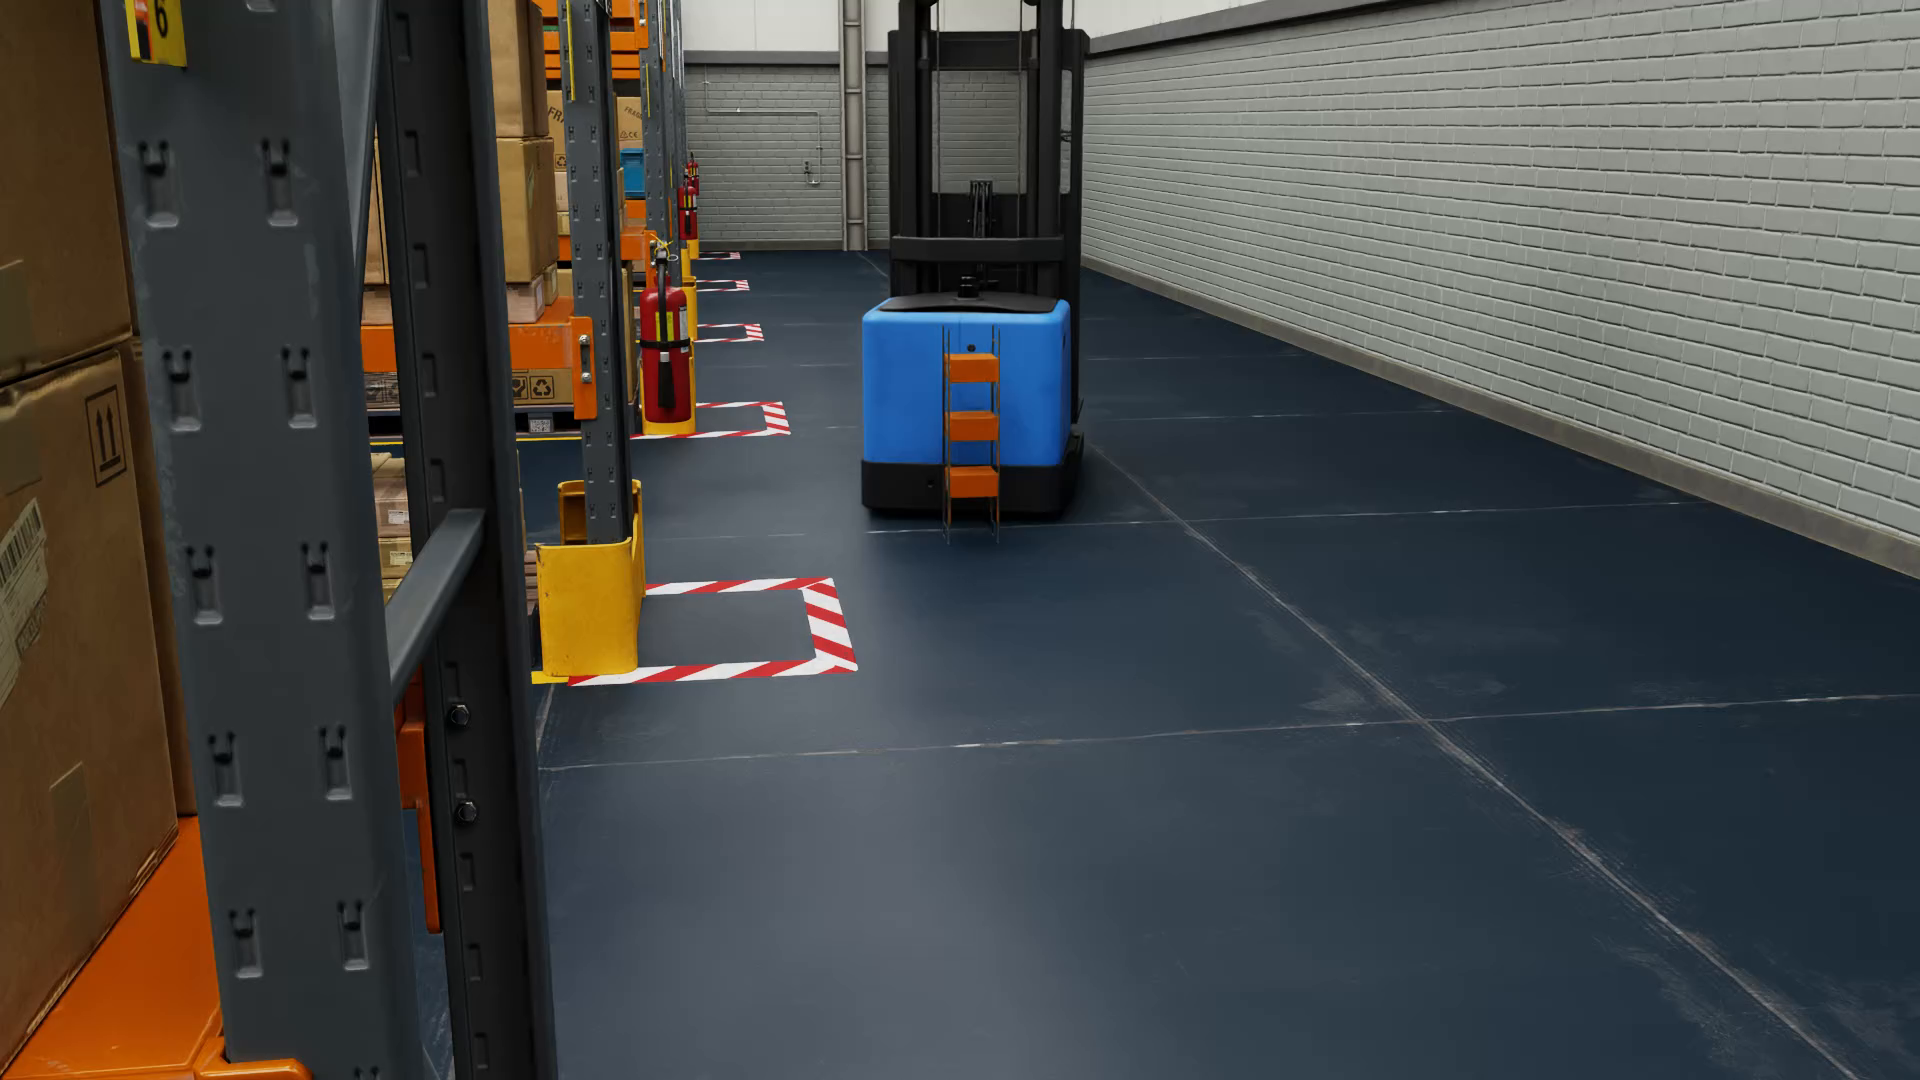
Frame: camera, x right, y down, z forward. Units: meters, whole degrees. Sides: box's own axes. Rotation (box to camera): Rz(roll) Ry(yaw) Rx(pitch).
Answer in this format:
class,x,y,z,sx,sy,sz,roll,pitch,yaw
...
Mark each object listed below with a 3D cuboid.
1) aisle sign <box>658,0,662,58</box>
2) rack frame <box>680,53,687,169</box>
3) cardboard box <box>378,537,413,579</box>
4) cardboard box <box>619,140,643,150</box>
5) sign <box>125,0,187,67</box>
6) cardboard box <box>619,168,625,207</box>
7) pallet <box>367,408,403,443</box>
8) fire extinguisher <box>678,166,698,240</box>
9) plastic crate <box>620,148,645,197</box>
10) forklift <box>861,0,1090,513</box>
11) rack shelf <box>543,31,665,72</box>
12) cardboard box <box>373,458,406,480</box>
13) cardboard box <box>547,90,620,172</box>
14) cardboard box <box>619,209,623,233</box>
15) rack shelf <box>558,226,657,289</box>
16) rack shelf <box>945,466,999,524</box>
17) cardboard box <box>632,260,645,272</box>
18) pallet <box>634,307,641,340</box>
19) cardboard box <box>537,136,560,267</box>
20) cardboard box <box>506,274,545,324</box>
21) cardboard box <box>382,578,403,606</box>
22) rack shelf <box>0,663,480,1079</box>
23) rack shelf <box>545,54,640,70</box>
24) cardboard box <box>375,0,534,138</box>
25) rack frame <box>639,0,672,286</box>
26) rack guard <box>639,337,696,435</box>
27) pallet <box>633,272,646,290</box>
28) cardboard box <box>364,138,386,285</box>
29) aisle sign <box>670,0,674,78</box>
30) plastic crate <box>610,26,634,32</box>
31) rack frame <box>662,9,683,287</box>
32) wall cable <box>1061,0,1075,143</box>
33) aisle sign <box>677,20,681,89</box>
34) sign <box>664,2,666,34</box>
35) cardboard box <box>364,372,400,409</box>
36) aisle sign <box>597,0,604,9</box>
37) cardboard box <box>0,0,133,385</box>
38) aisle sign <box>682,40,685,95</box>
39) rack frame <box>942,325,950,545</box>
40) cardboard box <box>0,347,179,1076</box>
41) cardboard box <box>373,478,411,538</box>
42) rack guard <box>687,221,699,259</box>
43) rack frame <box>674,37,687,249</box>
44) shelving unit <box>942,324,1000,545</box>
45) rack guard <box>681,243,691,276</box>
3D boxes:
class,x,y,z,sx,sy,sz,roll,pitch,yaw
aisle sign,-1.918,-3.480,10.587,0.004,0.787,0.394,-2,14,-8
rack frame,-4.247,-5.863,25.433,0.127,3.000,1.000,-2,14,-8
cardboard box,-2.141,0.027,6.332,0.250,0.149,0.380,-2,14,-10
cardboard box,-3.908,-4.638,20.344,0.500,0.500,0.500,-2,14,-7
sign,-0.490,-0.450,0.983,0.005,0.325,0.100,-2,14,-8
cardboard box,-2.549,-2.407,11.352,0.500,0.250,0.500,-2,14,-10
pallet,-4.016,-0.845,11.156,1.213,0.211,1.003,-2,14,-8
fire extinguisher,-2.555,-3.158,15.571,0.183,0.674,0.296,-2,14,-8
plastic crate,-3.075,-3.469,15.692,0.499,0.435,0.616,-2,14,-8
forklift,0.172,-1.869,9.650,1.130,2.935,3.031,2,14,6
rack shelf,-4.749,-4.513,15.364,4.000,0.370,1.077,-2,14,-8
cardboard box,-2.218,-0.225,6.727,0.250,0.149,0.380,-2,14,-7
cardboard box,-2.476,-2.643,10.749,0.500,0.500,0.500,-2,14,-8
cardboard box,-2.337,-2.074,10.843,0.250,0.149,0.380,-2,14,-7
rack shelf,-4.011,-1.867,10.979,4.000,0.370,1.077,-2,14,-8
rack shelf,0.053,-0.231,8.172,0.240,0.259,0.215,-2,14,-8
cardboard box,-4.007,-3.593,20.618,0.500,0.500,0.500,-2,14,-8
pallet,-3.593,-2.107,16.188,1.213,0.211,1.003,-2,14,-8
cardboard box,-1.880,-1.335,6.560,0.500,0.500,0.500,-1,14,-6
cardboard box,-1.675,-0.890,6.121,0.250,0.149,0.380,-2,14,-8
cardboard box,-2.123,0.190,6.294,0.250,0.149,0.380,-2,14,-7
rack shelf,-2.535,0.517,1.474,4.000,0.370,1.077,-2,14,-8
rack shelf,-5.483,-5.705,20.116,4.000,0.370,1.077,-2,14,-8
cardboard box,-1.810,-1.693,5.934,0.500,0.500,0.500,-2,14,-9
rack frame,-2.034,-2.288,11.180,0.127,3.000,1.000,-2,14,-8
rack guard,-2.010,-1.077,11.488,0.348,0.500,1.175,-2,14,-8
pallet,-4.369,-3.287,20.894,1.213,0.211,1.003,-2,14,-8
cardboard box,-2.311,-1.189,5.979,0.500,0.500,0.500,-2,14,-9
aisle sign,-2.657,-4.673,15.344,0.004,0.787,0.394,-2,14,-8
plastic crate,-3.194,-4.924,15.793,0.590,0.269,0.497,-2,14,-8
rack frame,-2.772,-3.480,15.931,0.127,3.000,1.000,-2,14,-8
wall cable,1.399,-7.386,25.555,0.112,2.526,3.097,-2,14,-8
aisle sign,-3.393,-5.861,20.082,0.004,0.787,0.394,-2,14,-8
sign,-2.674,-4.752,15.053,0.005,0.325,0.100,-2,14,-8
cardboard box,-3.554,-1.386,11.087,0.875,0.875,0.875,-2,14,-8
aisle sign,-1.278,-2.283,5.815,0.004,0.787,0.394,-2,14,-8
cardboard box,-0.999,-0.363,1.243,0.500,0.500,0.500,-2,14,-6
aisle sign,-4.132,-7.054,24.839,0.004,0.787,0.394,-2,14,-8
rack frame,-0.068,-0.507,8.084,0.008,1.050,0.200,-2,14,-8
cardboard box,-0.995,0.128,1.339,0.500,0.500,0.500,-2,14,-8
cardboard box,-2.137,-0.126,6.331,0.250,0.149,0.380,-2,14,-7
rack guard,-4.224,-4.651,25.741,0.348,0.500,1.175,-2,14,-8
rack frame,-3.506,-4.671,20.682,0.127,3.000,1.000,-2,14,-8
shelving unit,0.053,-0.511,8.102,0.252,1.050,0.215,-2,14,-8
rack guard,-3.581,-3.456,20.975,0.348,0.500,1.175,-2,14,-8
